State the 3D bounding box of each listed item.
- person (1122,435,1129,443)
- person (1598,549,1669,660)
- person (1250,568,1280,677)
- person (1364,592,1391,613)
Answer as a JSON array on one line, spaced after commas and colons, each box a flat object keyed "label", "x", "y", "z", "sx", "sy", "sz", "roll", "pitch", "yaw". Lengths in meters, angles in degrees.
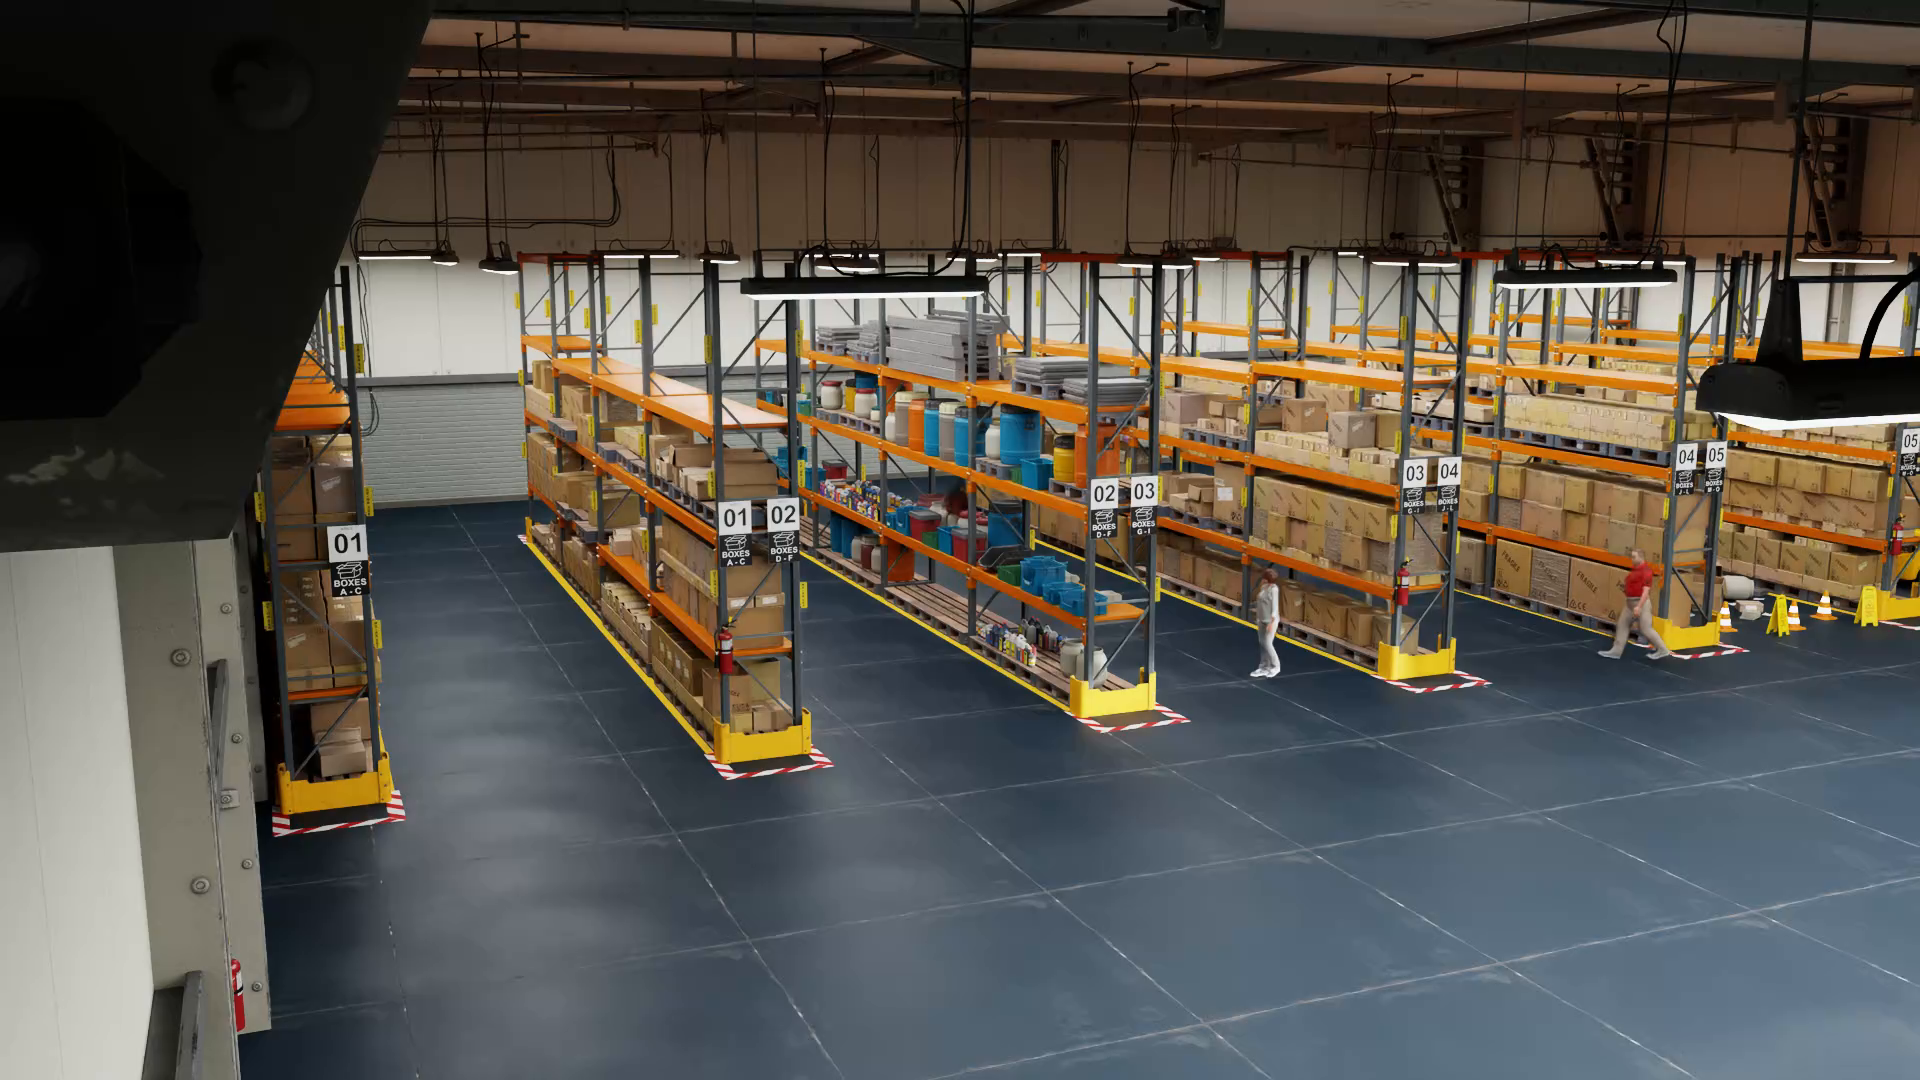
[{"label": "person", "x": 4.413, "y": -2.317, "z": 43.313, "sx": 0.435, "sy": 1.544, "sz": 0.845, "roll": 3, "pitch": 11, "yaw": 14}, {"label": "person", "x": 10.172, "y": 0.974, "z": 24.982, "sx": 0.976, "sy": 1.692, "sz": 0.571, "roll": 1, "pitch": 10, "yaw": 3}, {"label": "person", "x": 4.445, "y": 1.194, "z": 24.067, "sx": 0.367, "sy": 1.608, "sz": 0.462, "roll": -5, "pitch": 12, "yaw": -26}, {"label": "person", "x": 6.932, "y": 0.465, "z": 27.554, "sx": 0.615, "sy": 1.764, "sz": 0.477, "roll": 7, "pitch": 13, "yaw": 34}]
